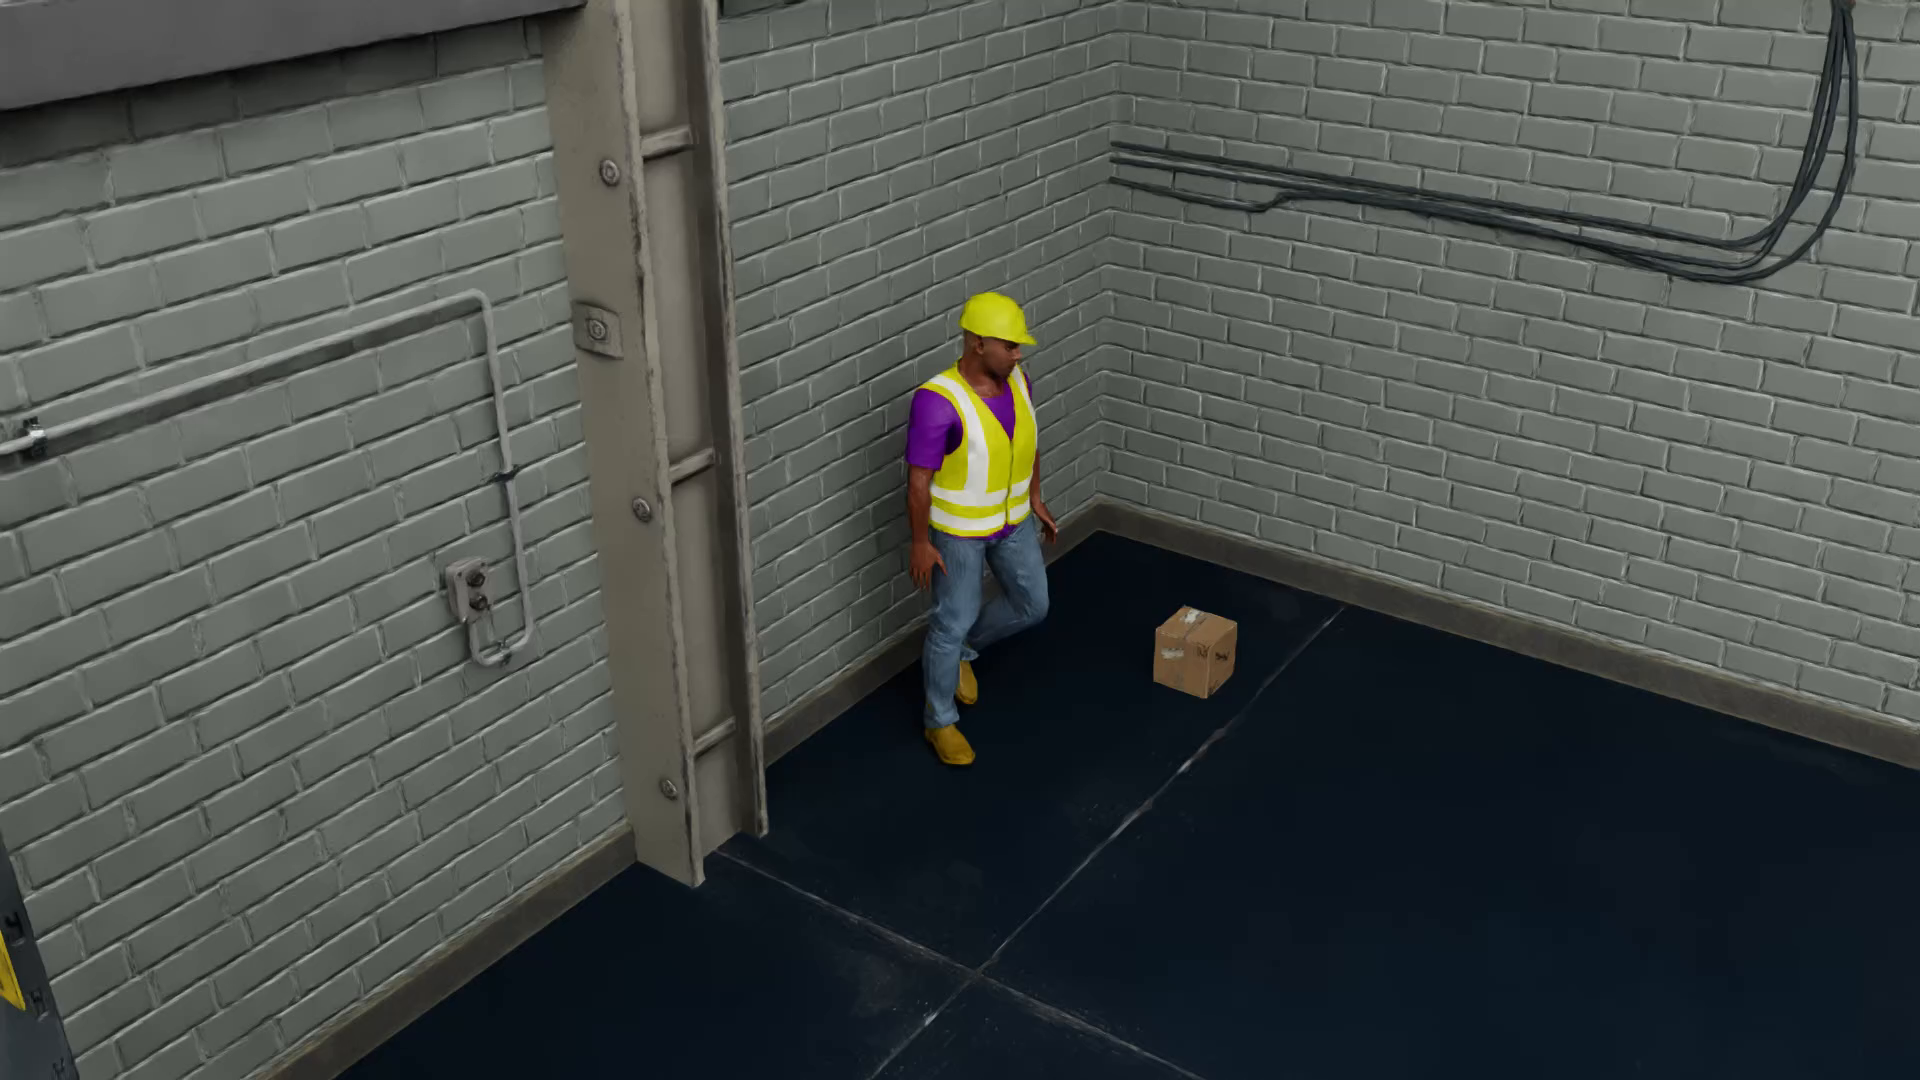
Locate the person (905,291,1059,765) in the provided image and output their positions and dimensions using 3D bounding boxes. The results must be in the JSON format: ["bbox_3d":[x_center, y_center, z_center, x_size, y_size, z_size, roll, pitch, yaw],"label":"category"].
[{"bbox_3d":[0.046,-0.080,6.209,0.648,1.755,0.501,-24,35,-39],"label":"person"}]
